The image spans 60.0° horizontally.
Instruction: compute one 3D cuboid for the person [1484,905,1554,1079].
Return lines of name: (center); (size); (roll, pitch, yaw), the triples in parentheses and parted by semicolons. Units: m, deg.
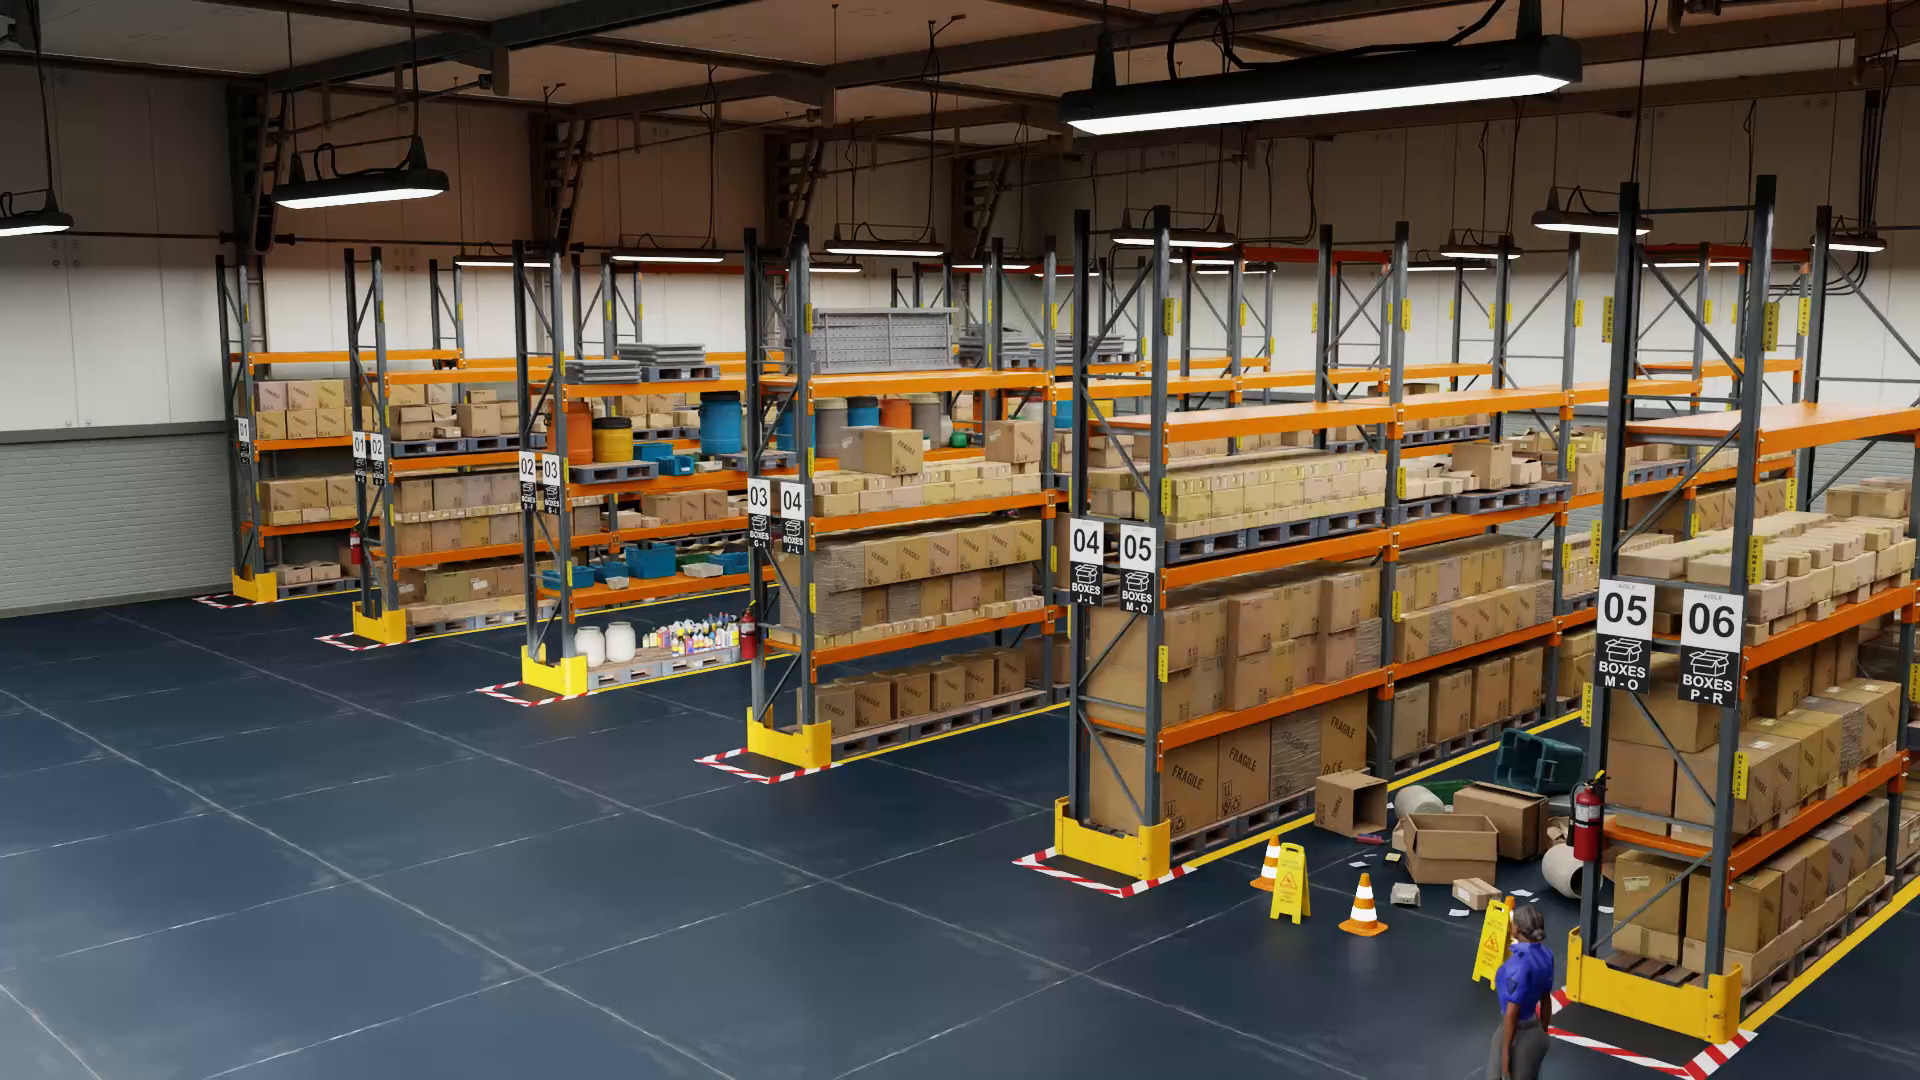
person: (3.377, 2.959, 9.866); (0.700, 1.638, 0.433); (1, 8, 7)
